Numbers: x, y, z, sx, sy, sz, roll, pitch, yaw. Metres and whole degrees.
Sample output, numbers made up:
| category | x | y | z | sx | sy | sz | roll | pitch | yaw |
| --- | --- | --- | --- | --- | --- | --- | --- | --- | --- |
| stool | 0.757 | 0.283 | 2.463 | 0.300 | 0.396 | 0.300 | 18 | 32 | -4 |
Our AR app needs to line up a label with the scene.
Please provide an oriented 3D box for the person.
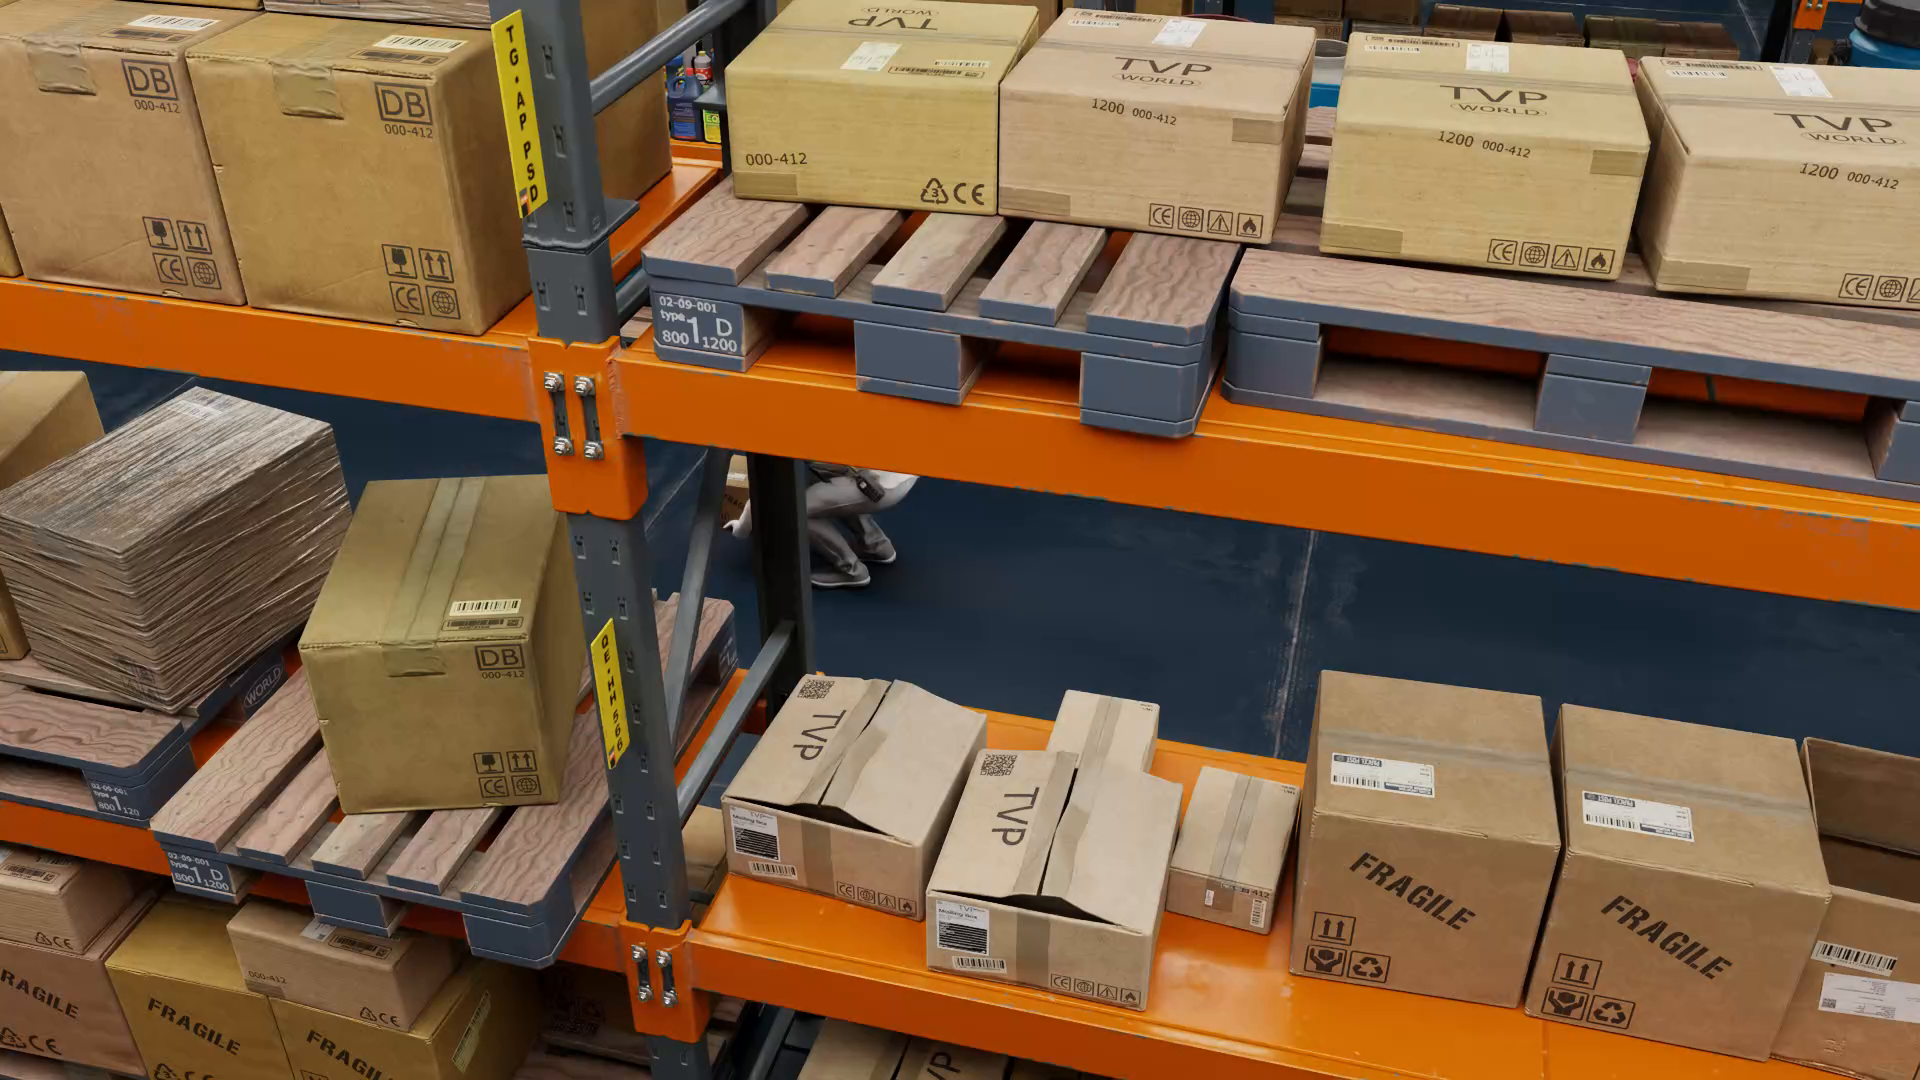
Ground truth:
| category | x | y | z | sx | sy | sz | roll | pitch | yaw |
| --- | --- | --- | --- | --- | --- | --- | --- | --- | --- |
| person | -0.603 | -0.281 | 7.208 | 0.868 | 0.980 | 0.457 | 7 | 34 | 11 |
